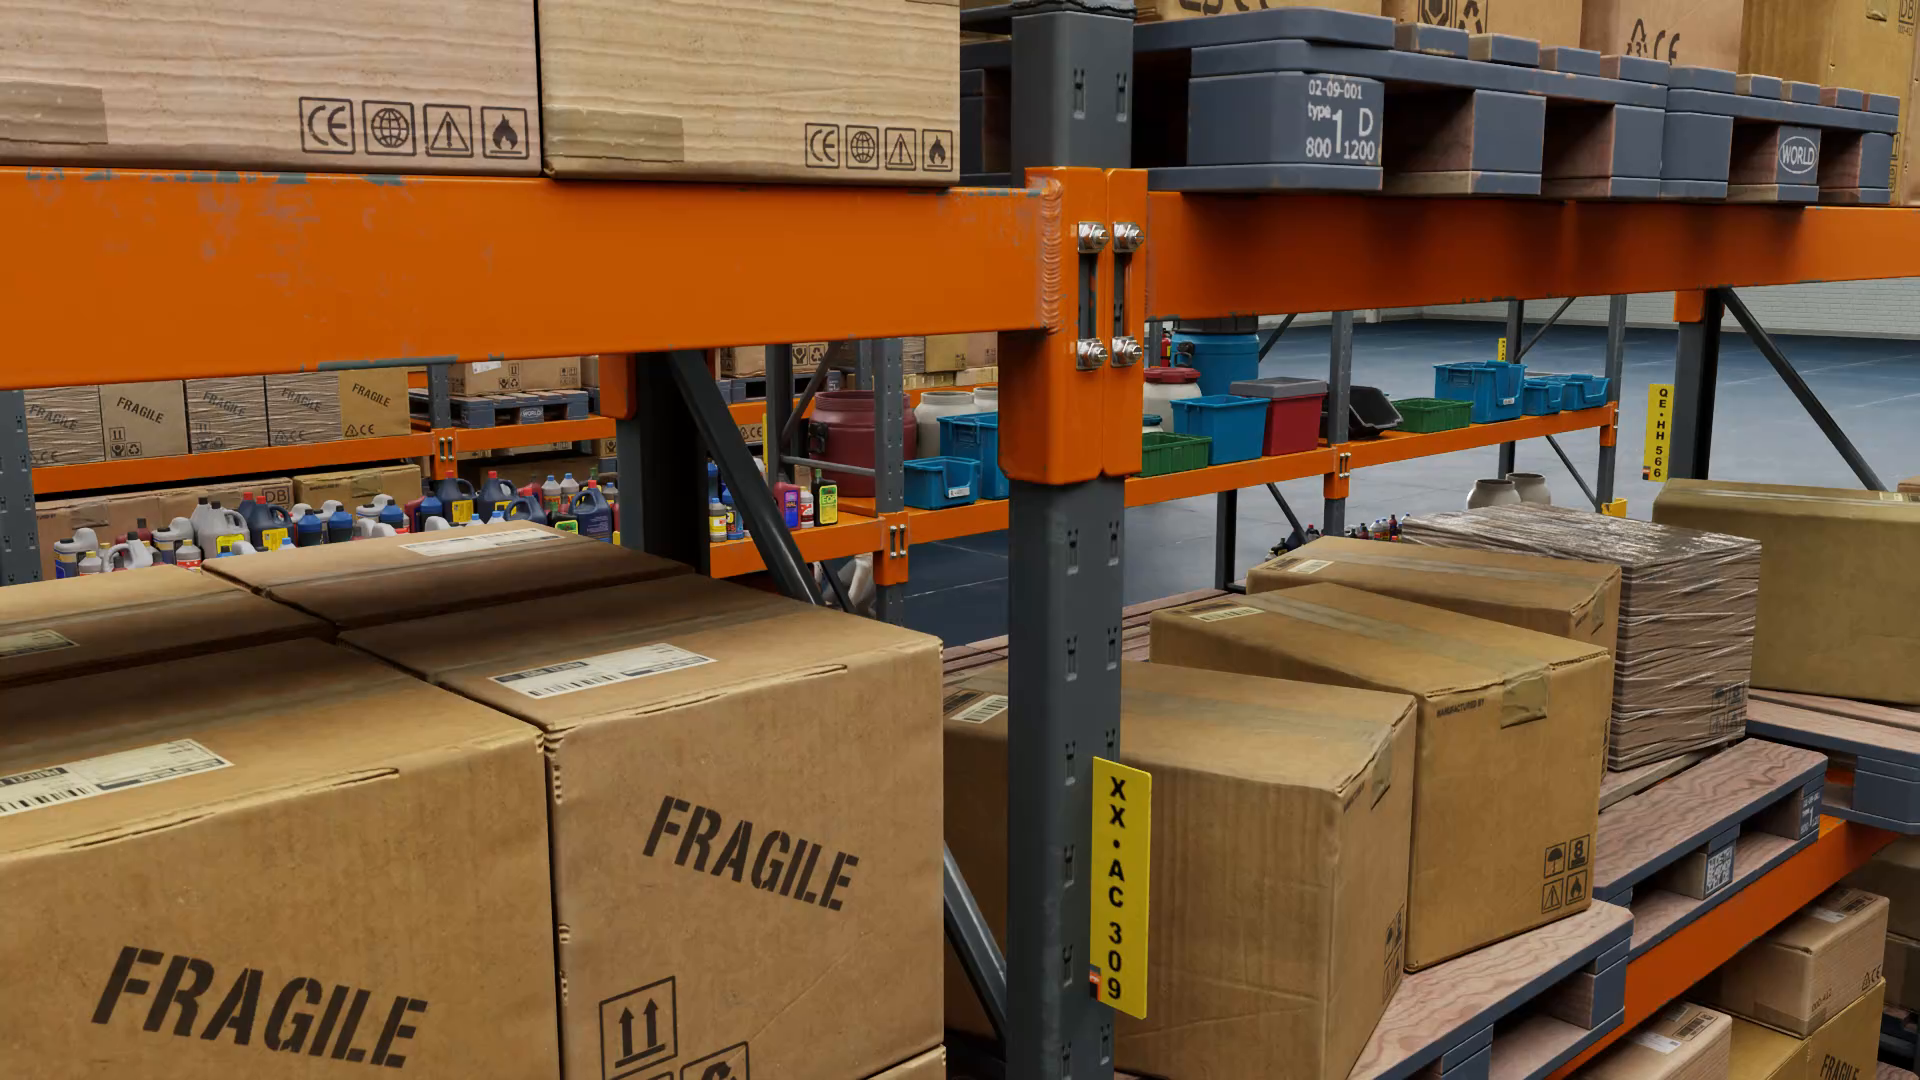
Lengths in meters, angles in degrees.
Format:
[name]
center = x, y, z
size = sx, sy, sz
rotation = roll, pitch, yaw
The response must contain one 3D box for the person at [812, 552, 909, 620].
[person]
center = -0.662, 0.200, 10.594
size = 0.780, 1.213, 0.527
rotation = -10, 15, -43
